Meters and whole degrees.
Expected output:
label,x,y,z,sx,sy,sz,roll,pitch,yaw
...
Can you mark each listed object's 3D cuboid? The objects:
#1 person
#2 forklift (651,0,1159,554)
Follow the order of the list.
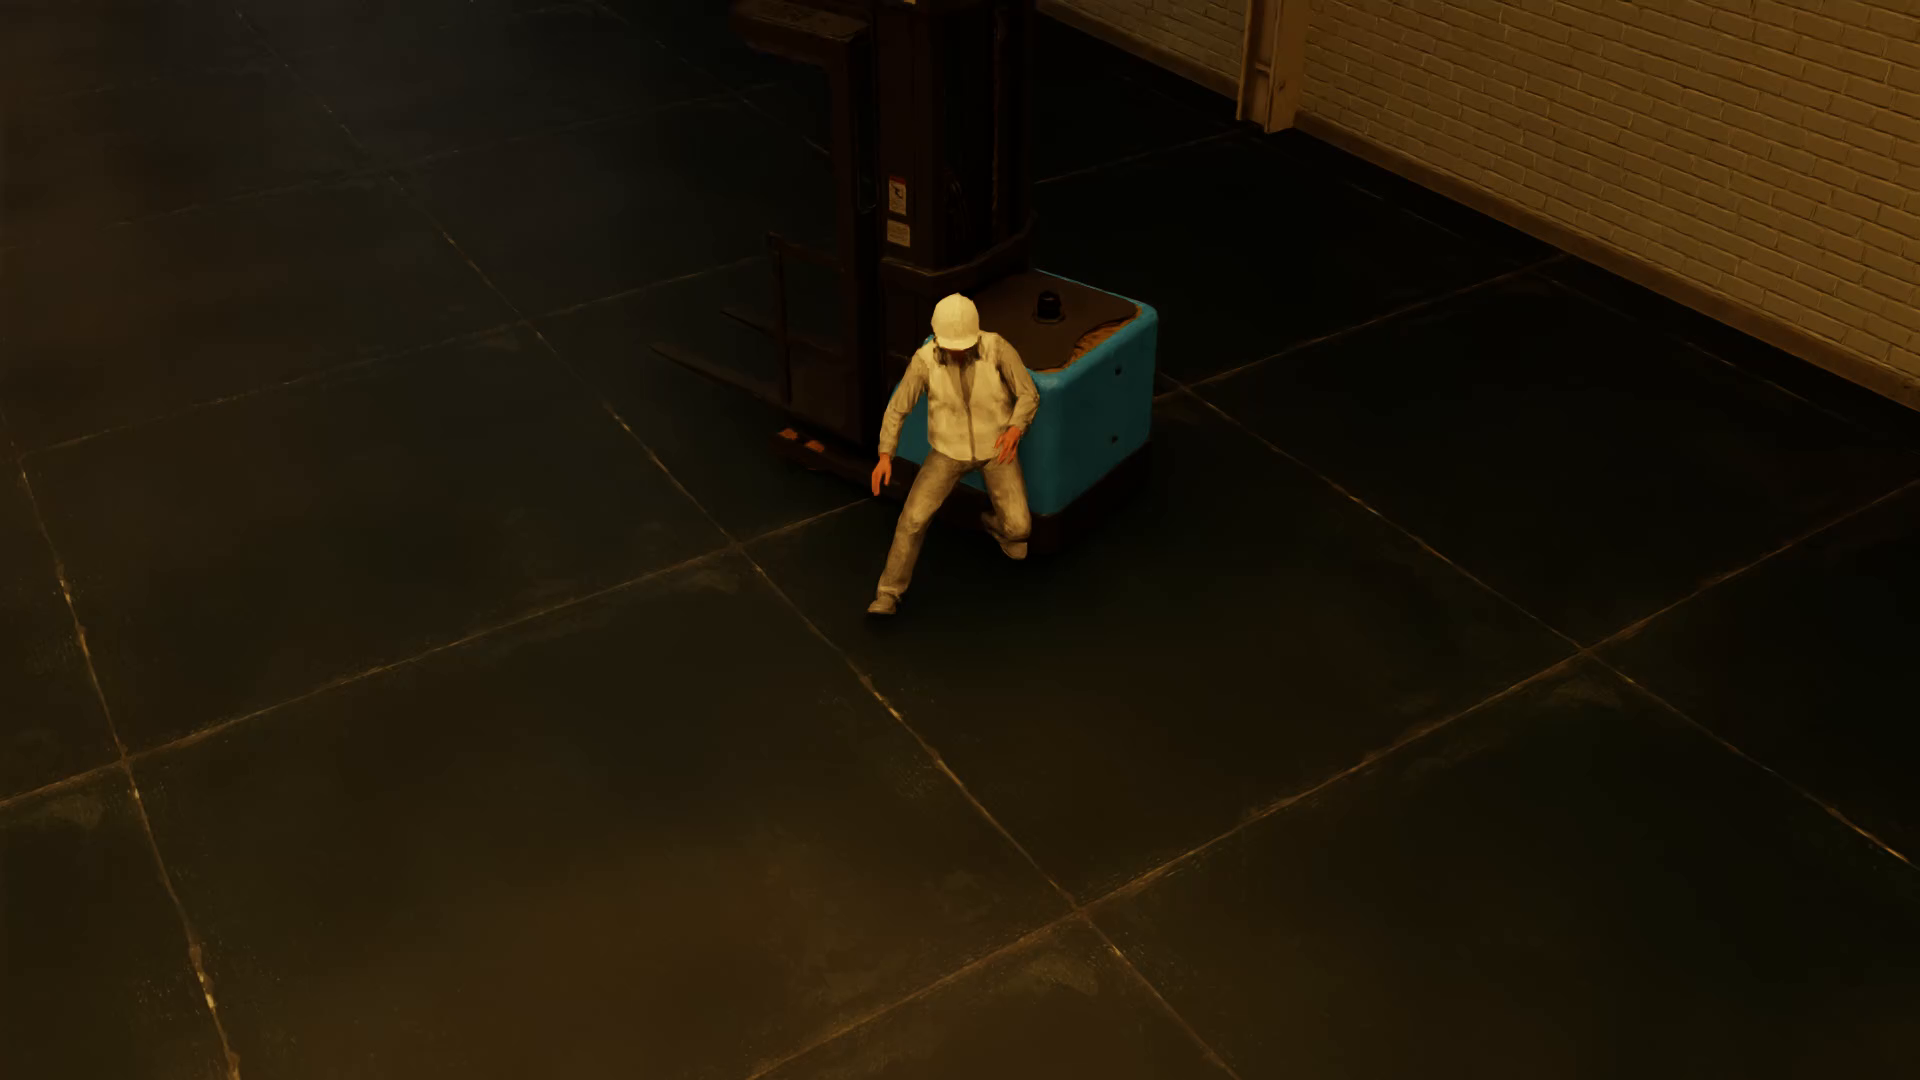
label,x,y,z,sx,sy,sz,roll,pitch,yaw
person,-0.037,-0.391,7.908,0.829,1.588,0.800,0,35,-1
forklift,-0.446,-1.805,8.717,3.031,2.935,1.130,23,41,29
